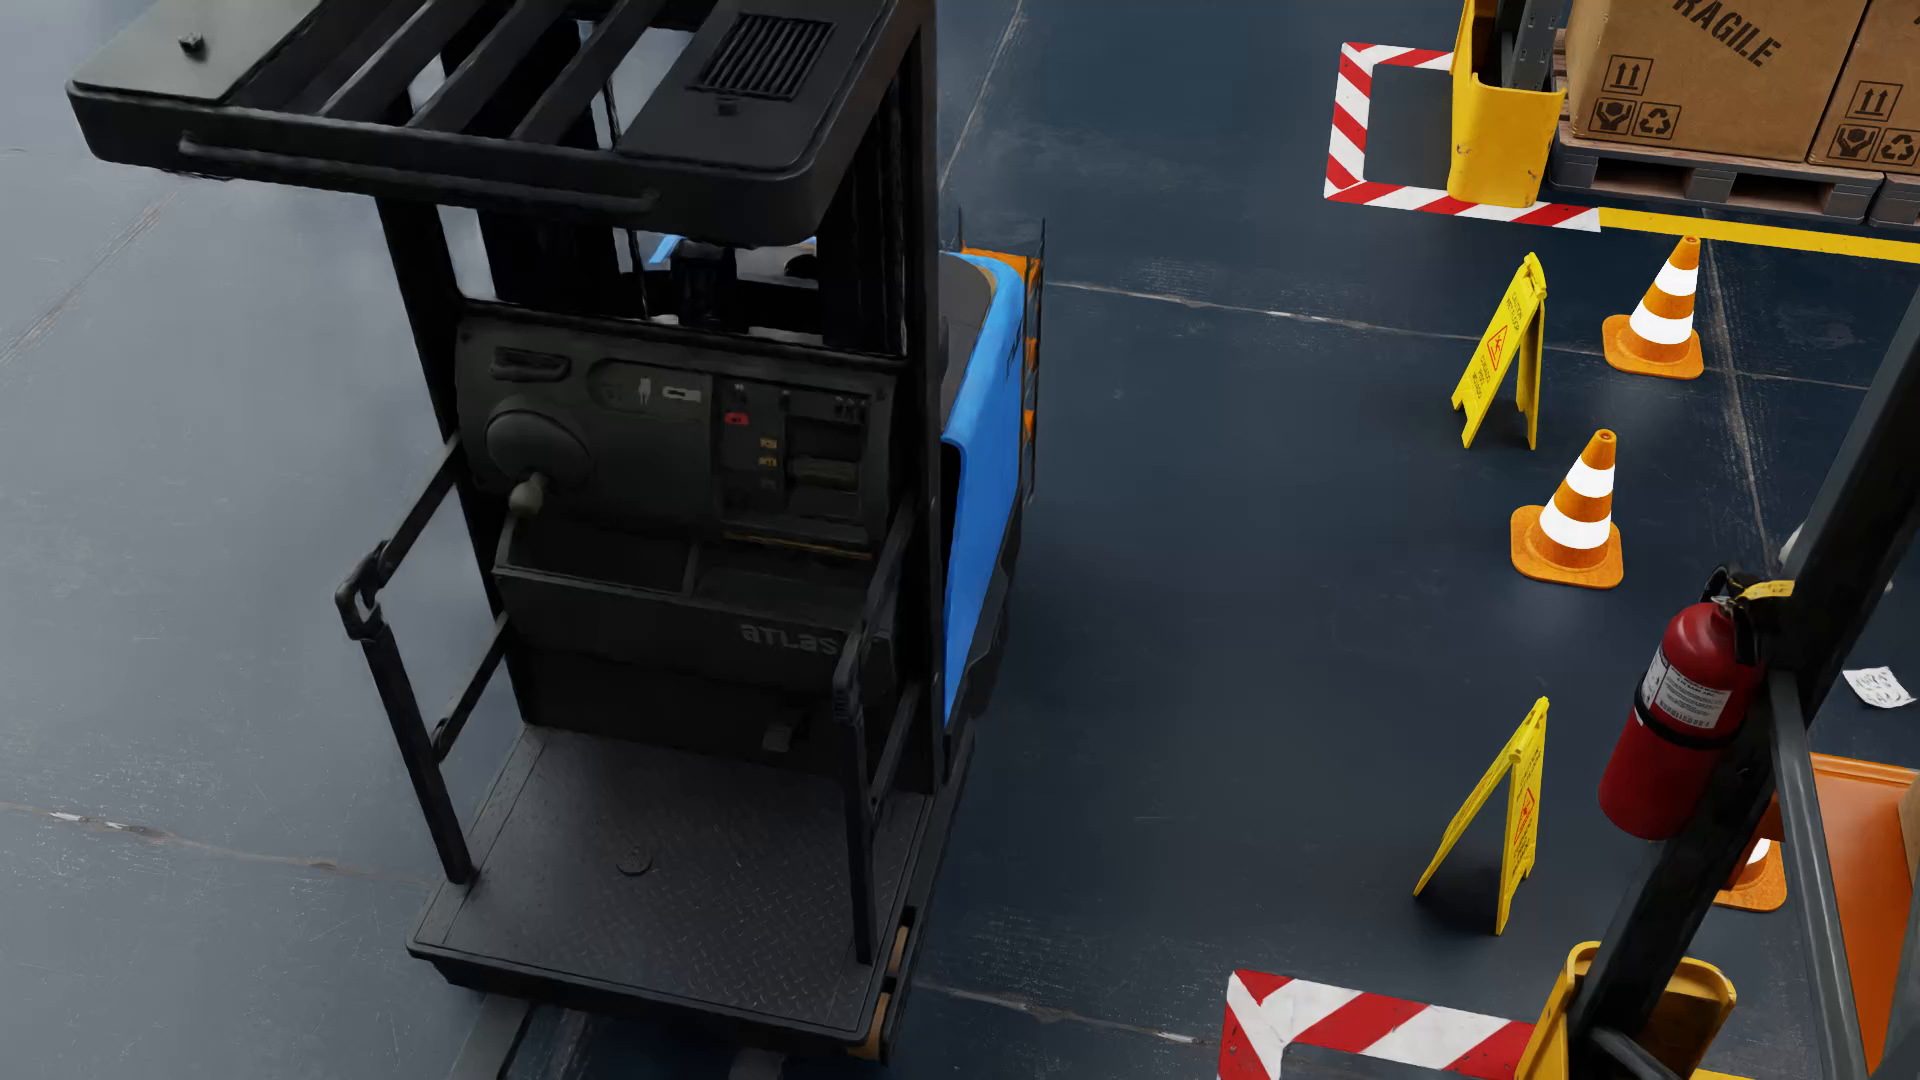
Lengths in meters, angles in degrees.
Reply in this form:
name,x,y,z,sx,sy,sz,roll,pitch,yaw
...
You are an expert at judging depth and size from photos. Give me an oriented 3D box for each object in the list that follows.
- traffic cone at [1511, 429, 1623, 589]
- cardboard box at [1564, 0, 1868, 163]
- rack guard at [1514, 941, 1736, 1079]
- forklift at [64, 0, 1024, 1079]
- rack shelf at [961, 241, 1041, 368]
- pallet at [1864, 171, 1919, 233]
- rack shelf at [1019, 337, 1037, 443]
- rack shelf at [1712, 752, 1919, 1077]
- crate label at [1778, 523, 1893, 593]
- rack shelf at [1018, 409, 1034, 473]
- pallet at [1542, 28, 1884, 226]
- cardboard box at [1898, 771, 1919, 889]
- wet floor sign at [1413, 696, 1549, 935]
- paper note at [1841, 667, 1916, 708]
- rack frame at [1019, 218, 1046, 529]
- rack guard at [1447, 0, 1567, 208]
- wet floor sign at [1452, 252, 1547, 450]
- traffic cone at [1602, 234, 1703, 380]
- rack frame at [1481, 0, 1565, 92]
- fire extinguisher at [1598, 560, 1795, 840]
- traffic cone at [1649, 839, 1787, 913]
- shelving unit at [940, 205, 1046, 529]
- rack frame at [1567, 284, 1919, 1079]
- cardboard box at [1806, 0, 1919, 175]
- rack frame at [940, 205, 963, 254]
name,x,y,z,sx,sy,sz,roll,pitch,yaw
traffic cone,1.902,-0.142,5.063,0.334,0.463,0.336,9,45,9
cardboard box,2.949,-2.138,6.538,0.875,0.875,0.875,9,45,9
rack guard,1.365,1.467,3.365,0.348,0.500,1.175,9,45,9
forklift,-0.635,-0.114,3.255,1.130,2.935,3.031,9,45,9
rack shelf,0.094,-0.681,4.806,0.240,0.259,0.215,11,45,11
pallet,4.257,-1.551,6.709,1.213,0.211,1.003,9,45,9
rack shelf,0.093,-0.476,5.002,0.240,0.259,0.215,11,45,11
rack shelf,3.242,1.117,2.445,4.000,0.370,1.077,9,45,9
crate label,2.683,0.053,5.096,0.298,0.136,0.250,-12,45,-12
rack shelf,0.093,-0.275,5.195,0.240,0.259,0.215,11,45,11
pallet,3.070,-1.737,6.903,1.213,0.211,1.003,9,45,9
cardboard box,1.702,0.557,2.689,0.250,0.149,0.380,10,45,10
wet floor sign,1.339,0.650,4.109,0.232,0.644,0.267,24,49,23
paper note,2.648,0.421,4.791,0.142,0.019,0.148,-5,44,-5
rack frame,0.211,-0.460,4.971,0.008,1.050,0.200,11,45,11
rack guard,2.249,-1.913,6.877,0.348,0.500,1.175,9,45,9
wet floor sign,1.812,-0.626,5.436,0.232,0.644,0.267,2,44,2
traffic cone,2.481,-0.855,5.805,0.334,0.463,0.336,9,45,9
rack frame,2.273,-2.810,6.007,0.127,3.000,1.000,9,45,9
fire extinguisher,1.279,0.254,2.879,0.183,0.674,0.296,9,45,9
traffic cone,1.992,0.661,4.230,0.334,0.463,0.336,9,45,9
shelving unit,0.093,-0.484,4.995,0.252,1.050,0.215,11,45,11
rack frame,1.290,0.557,2.508,0.053,2.616,0.949,9,45,9
cardboard box,3.808,-2.006,6.401,0.875,0.875,0.875,8,45,8
rack frame,-0.024,-0.507,5.019,0.008,1.050,0.200,11,45,11
